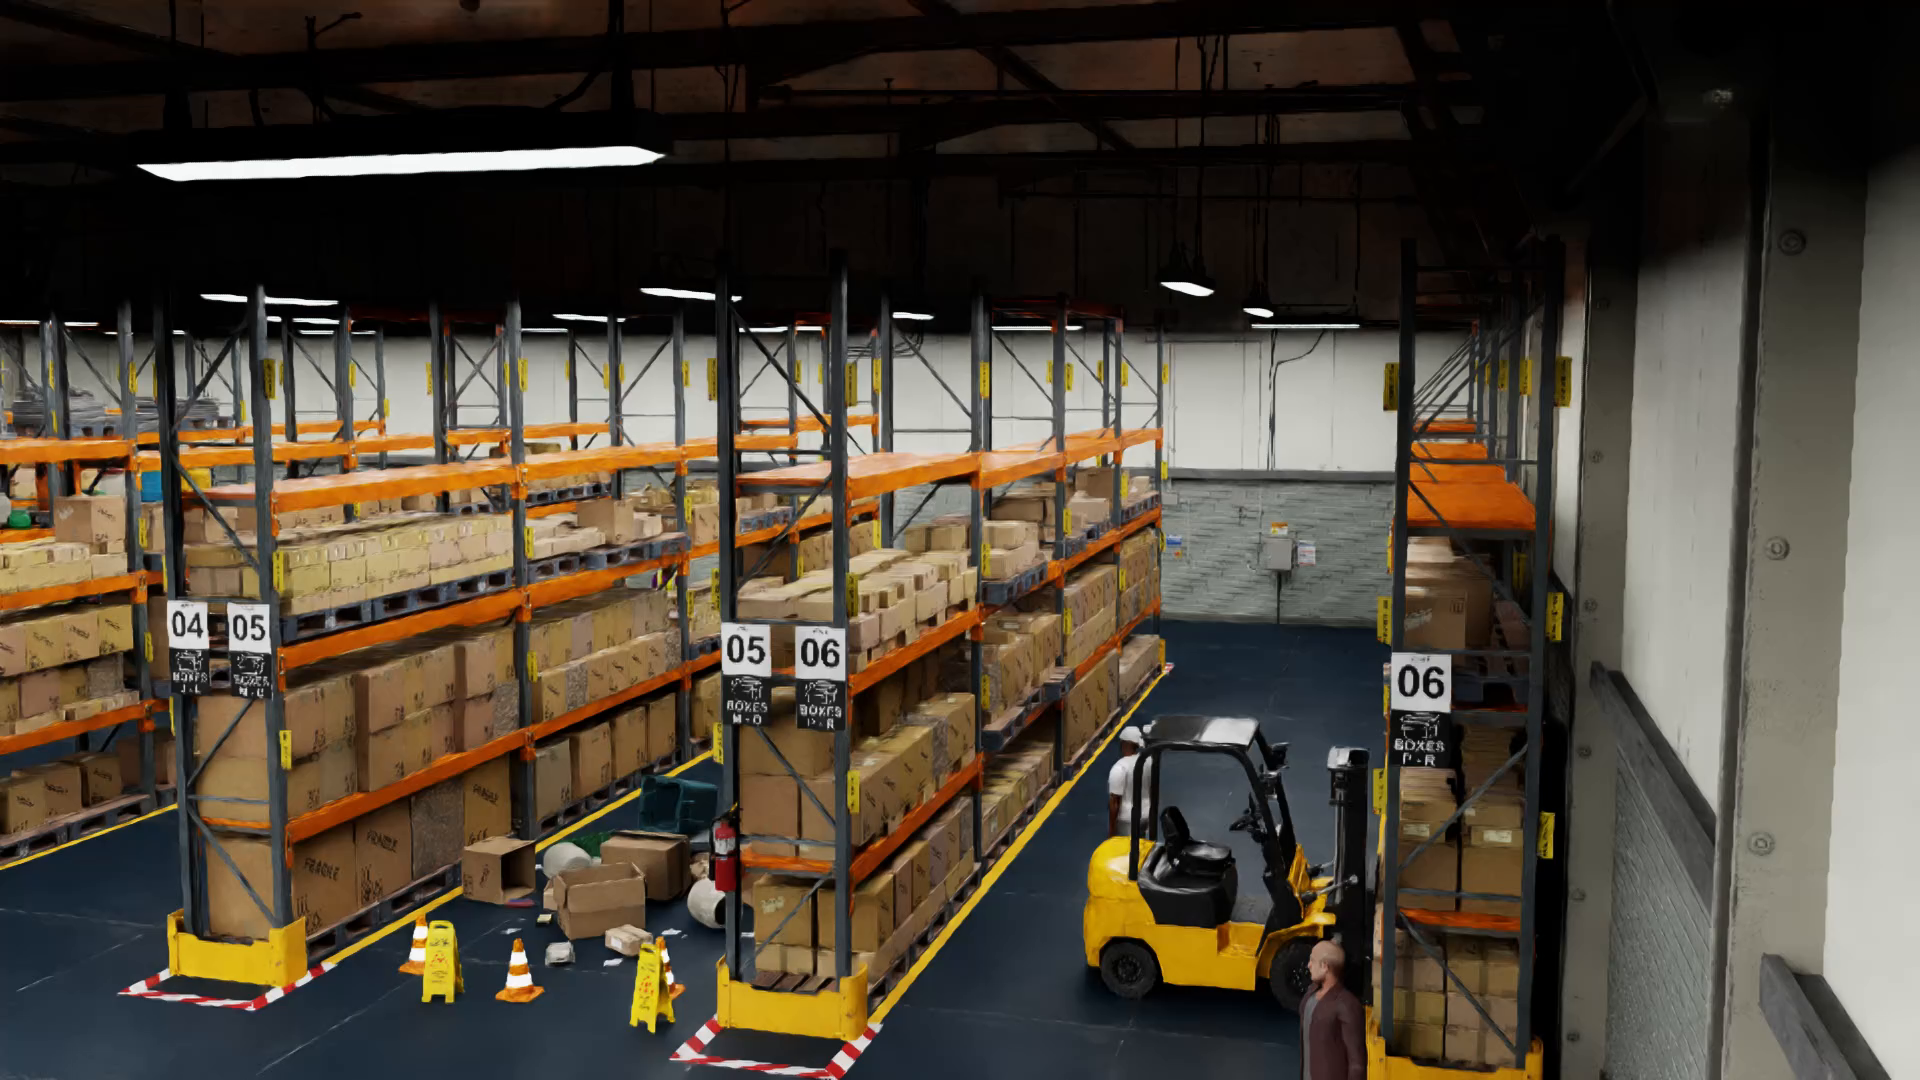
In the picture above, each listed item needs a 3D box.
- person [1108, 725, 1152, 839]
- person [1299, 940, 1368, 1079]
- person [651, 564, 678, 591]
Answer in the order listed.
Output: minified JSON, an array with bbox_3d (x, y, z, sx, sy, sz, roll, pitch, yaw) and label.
[{"bbox_3d":[1.559,2.618,15.682,0.498,1.765,0.625,6,8,44],"label":"person"},{"bbox_3d":[2.216,3.243,9.784,0.463,1.772,0.683,-2,6,-14],"label":"person"},{"bbox_3d":[-5.276,1.135,30.142,0.719,1.714,0.578,1,6,13],"label":"person"}]
